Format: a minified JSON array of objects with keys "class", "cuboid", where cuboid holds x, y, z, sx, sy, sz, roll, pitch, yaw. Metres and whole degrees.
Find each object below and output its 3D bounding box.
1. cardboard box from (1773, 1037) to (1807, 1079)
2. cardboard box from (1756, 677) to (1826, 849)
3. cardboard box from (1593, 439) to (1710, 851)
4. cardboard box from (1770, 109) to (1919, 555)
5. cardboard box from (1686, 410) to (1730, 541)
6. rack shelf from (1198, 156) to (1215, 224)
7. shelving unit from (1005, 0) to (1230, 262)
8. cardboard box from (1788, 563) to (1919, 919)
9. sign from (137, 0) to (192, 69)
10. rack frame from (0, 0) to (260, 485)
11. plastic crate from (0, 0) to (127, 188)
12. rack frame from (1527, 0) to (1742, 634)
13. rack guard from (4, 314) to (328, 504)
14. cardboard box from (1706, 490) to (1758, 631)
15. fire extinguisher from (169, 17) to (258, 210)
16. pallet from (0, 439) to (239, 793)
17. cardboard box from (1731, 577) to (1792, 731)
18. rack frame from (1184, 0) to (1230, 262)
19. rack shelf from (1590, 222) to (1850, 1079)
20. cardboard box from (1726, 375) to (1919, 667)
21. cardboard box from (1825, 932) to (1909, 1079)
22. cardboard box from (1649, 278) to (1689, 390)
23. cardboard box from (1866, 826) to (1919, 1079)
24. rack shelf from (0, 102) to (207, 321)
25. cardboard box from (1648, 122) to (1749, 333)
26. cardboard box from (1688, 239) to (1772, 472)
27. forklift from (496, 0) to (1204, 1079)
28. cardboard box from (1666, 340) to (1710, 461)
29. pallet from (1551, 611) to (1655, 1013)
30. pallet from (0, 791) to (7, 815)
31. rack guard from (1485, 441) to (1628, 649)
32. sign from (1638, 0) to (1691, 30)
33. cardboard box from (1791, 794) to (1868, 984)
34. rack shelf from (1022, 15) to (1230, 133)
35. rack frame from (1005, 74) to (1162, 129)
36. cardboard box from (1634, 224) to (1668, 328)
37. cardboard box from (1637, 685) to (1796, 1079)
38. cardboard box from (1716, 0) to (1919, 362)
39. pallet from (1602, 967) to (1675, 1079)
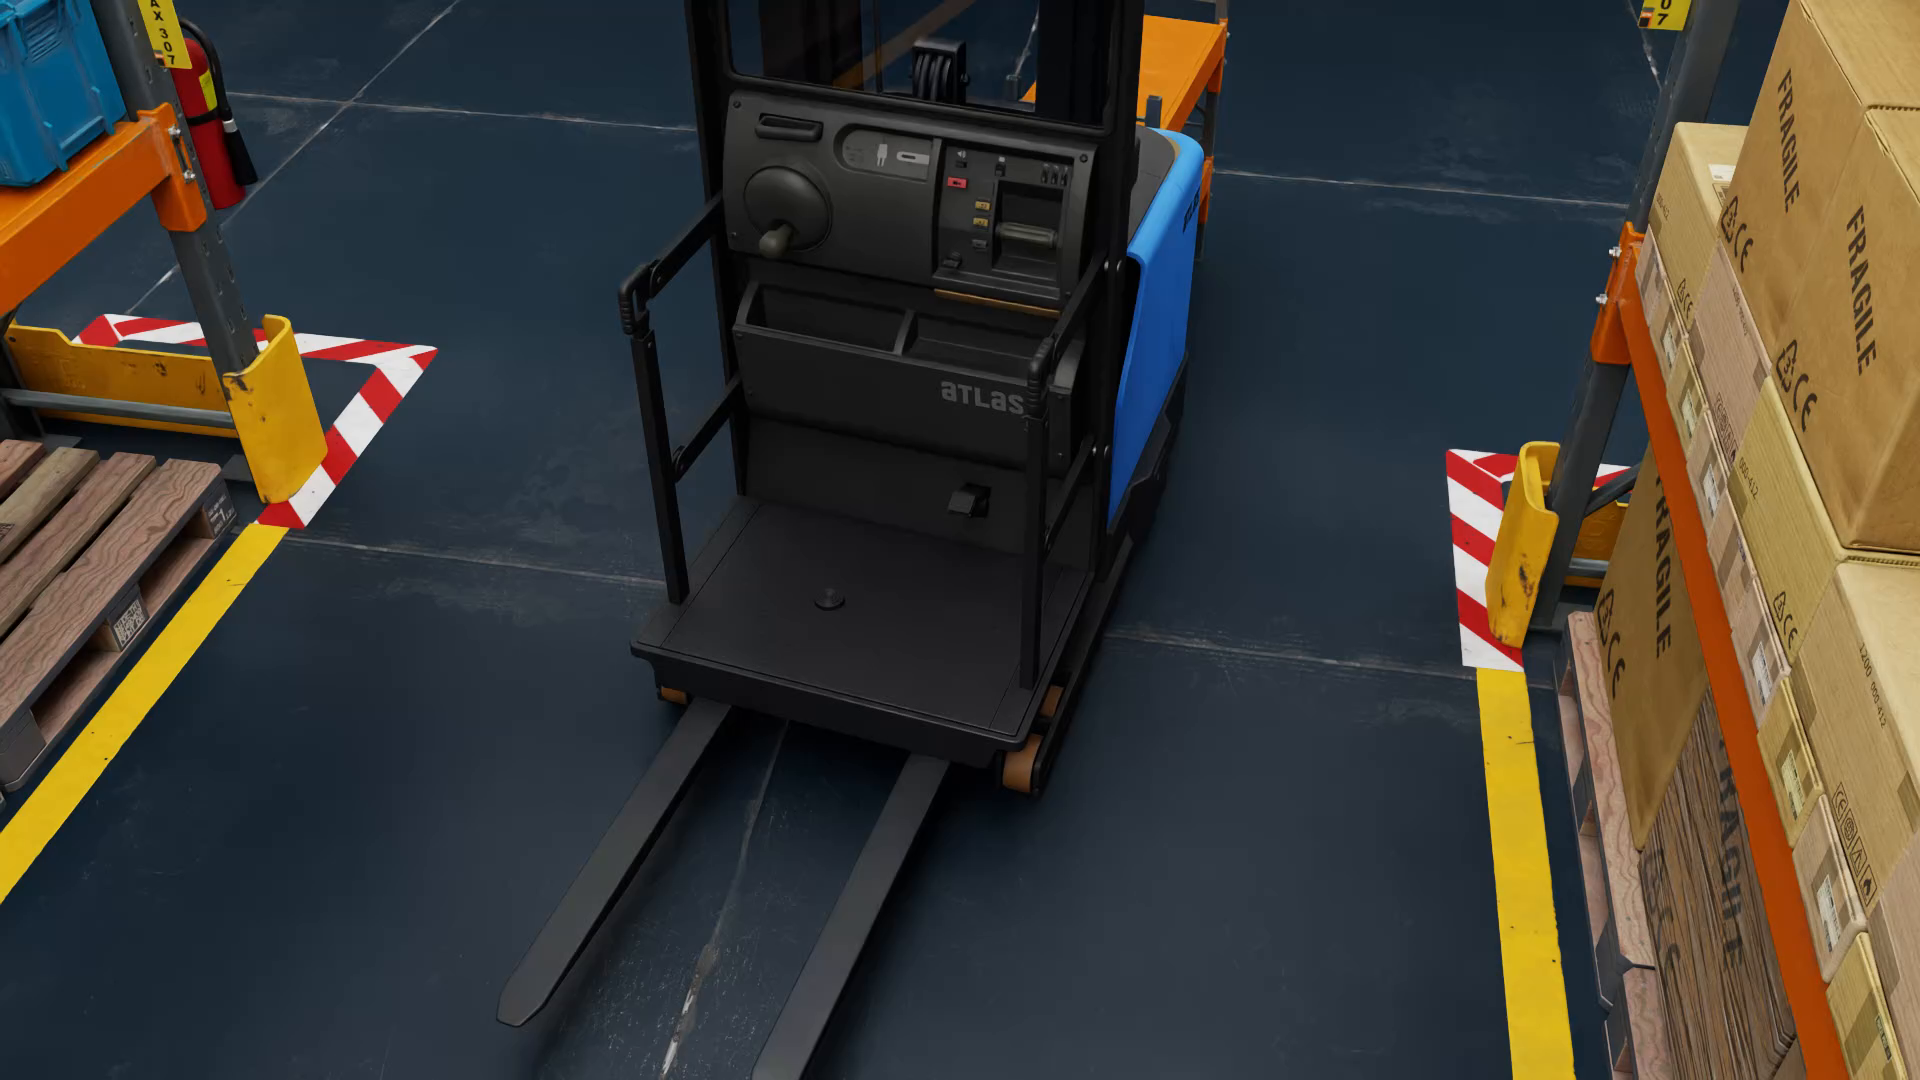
[{"class":"cardboard box","cuboid":[1.817,1.321,2.636,0.875,0.875,0.875,6,40,8]},{"class":"cardboard box","cuboid":[1.509,0.373,2.642,0.380,0.149,0.250,5,40,7]},{"class":"cardboard box","cuboid":[2.129,0.191,4.002,0.875,0.875,0.875,6,40,8]},{"class":"cardboard box","cuboid":[1.641,-0.311,2.568,0.500,0.500,0.500,5,40,6]},{"class":"cardboard box","cuboid":[1.643,-0.107,3.223,0.380,0.149,0.250,6,40,7]},{"class":"rack shelf","cuboid":[0.553,-1.099,6.081,0.538,0.278,1.000,13,41,15]},{"class":"shelving unit","cuboid":[0.553,-1.288,5.925,0.538,1.125,1.048,13,41,15]},{"class":"cardboard box","cuboid":[1.553,0.308,2.407,0.500,0.250,0.500,6,40,7]},{"class":"sign","cuboid":[-2.173,-1.435,4.503,0.100,0.325,0.005,6,40,8]},{"class":"rack frame","cuboid":[-2.718,-1.422,4.616,1.000,3.000,0.127,6,40,8]},{"class":"plastic crate","cuboid":[-2.592,-1.228,4.307,0.616,0.435,0.499,6,40,8]},{"class":"rack frame","cuboid":[2.161,-0.876,3.956,1.000,3.000,0.127,6,40,8]},{"class":"rack guard","cuboid":[-2.726,-0.475,5.433,1.175,0.500,0.348,6,40,8]},{"class":"cardboard box","cuboid":[1.598,0.052,3.030,0.380,0.149,0.250,6,40,7]},{"class":"fire extinguisher","cuboid":[-2.244,-1.293,4.813,0.296,0.674,0.183,6,40,8]},{"class":"pallet","cuboid":[-2.899,0.166,4.884,1.003,0.211,1.213,6,40,8]},{"class":"cardboard box","cuboid":[1.554,0.214,2.834,0.380,0.149,0.250,6,40,7]},{"class":"rack frame","cuboid":[0.721,-1.594,6.295,0.500,1.125,0.032,13,41,15]},{"class":"rack shelf","cuboid":[1.815,0.656,2.667,1.077,0.370,4.000,6,40,8]},{"class":"cardboard box","cuboid":[1.638,-0.020,2.804,0.500,0.250,0.500,5,40,6]},{"class":"cardboard box","cuboid":[1.421,0.697,2.250,0.380,0.149,0.250,6,40,7]},{"class":"cardboard box","cuboid":[1.731,-0.432,3.615,0.380,0.149,0.250,6,40,7]},{"class":"cardboard box","cuboid":[1.462,0.626,2.023,0.500,0.250,0.500,7,40,9]},{"class":"rack shelf","cuboid":[-3.064,0.110,3.327,1.077,0.370,4.000,6,40,8]},{"class":"cardboard box","cuboid":[1.812,-0.661,3.580,0.500,0.250,0.500,5,40,6]},{"class":"cardboard box","cuboid":[1.728,-0.334,3.185,0.500,0.250,0.500,6,40,7]},{"class":"forklift","cuboid":[-0.205,-0.752,3.859,1.130,2.935,3.031,12,41,15]},{"class":"cardboard box","cuboid":[1.687,-0.271,3.421,0.380,0.149,0.250,6,40,7]},{"class":"pallet","cuboid":[2.099,0.709,4.227,1.003,0.211,1.213,6,40,8]},{"class":"pallet","cuboid":[-3.112,0.929,3.961,1.003,0.211,1.213,6,40,8]},{"class":"rack guard","cuboid":[2.165,0.072,4.770,1.175,0.500,0.348,6,40,8]},{"class":"sign","cuboid":[1.615,-1.305,3.733,0.100,0.325,0.005,6,40,8]},{"class":"cardboard box","cuboid":[1.466,0.537,2.443,0.380,0.149,0.250,7,40,8]},{"class":"rack shelf","cuboid":[0.553,-1.513,5.738,0.538,0.278,1.000,13,41,15]},{"class":"rack frame","cuboid":[0.386,-0.982,5.555,0.500,1.125,0.032,13,41,15]},{"class":"cardboard box","cuboid":[1.774,-0.593,3.810,0.380,0.149,0.250,7,40,8]},{"class":"cardboard box","cuboid":[1.971,0.763,3.312,0.875,0.875,0.875,6,40,8]},{"class":"cardboard box","cuboid":[1.725,-0.637,2.962,0.500,0.500,0.500,5,40,7]},{"class":"pallet","cuboid":[1.886,1.472,3.303,1.003,0.211,1.213,6,40,8]}]
